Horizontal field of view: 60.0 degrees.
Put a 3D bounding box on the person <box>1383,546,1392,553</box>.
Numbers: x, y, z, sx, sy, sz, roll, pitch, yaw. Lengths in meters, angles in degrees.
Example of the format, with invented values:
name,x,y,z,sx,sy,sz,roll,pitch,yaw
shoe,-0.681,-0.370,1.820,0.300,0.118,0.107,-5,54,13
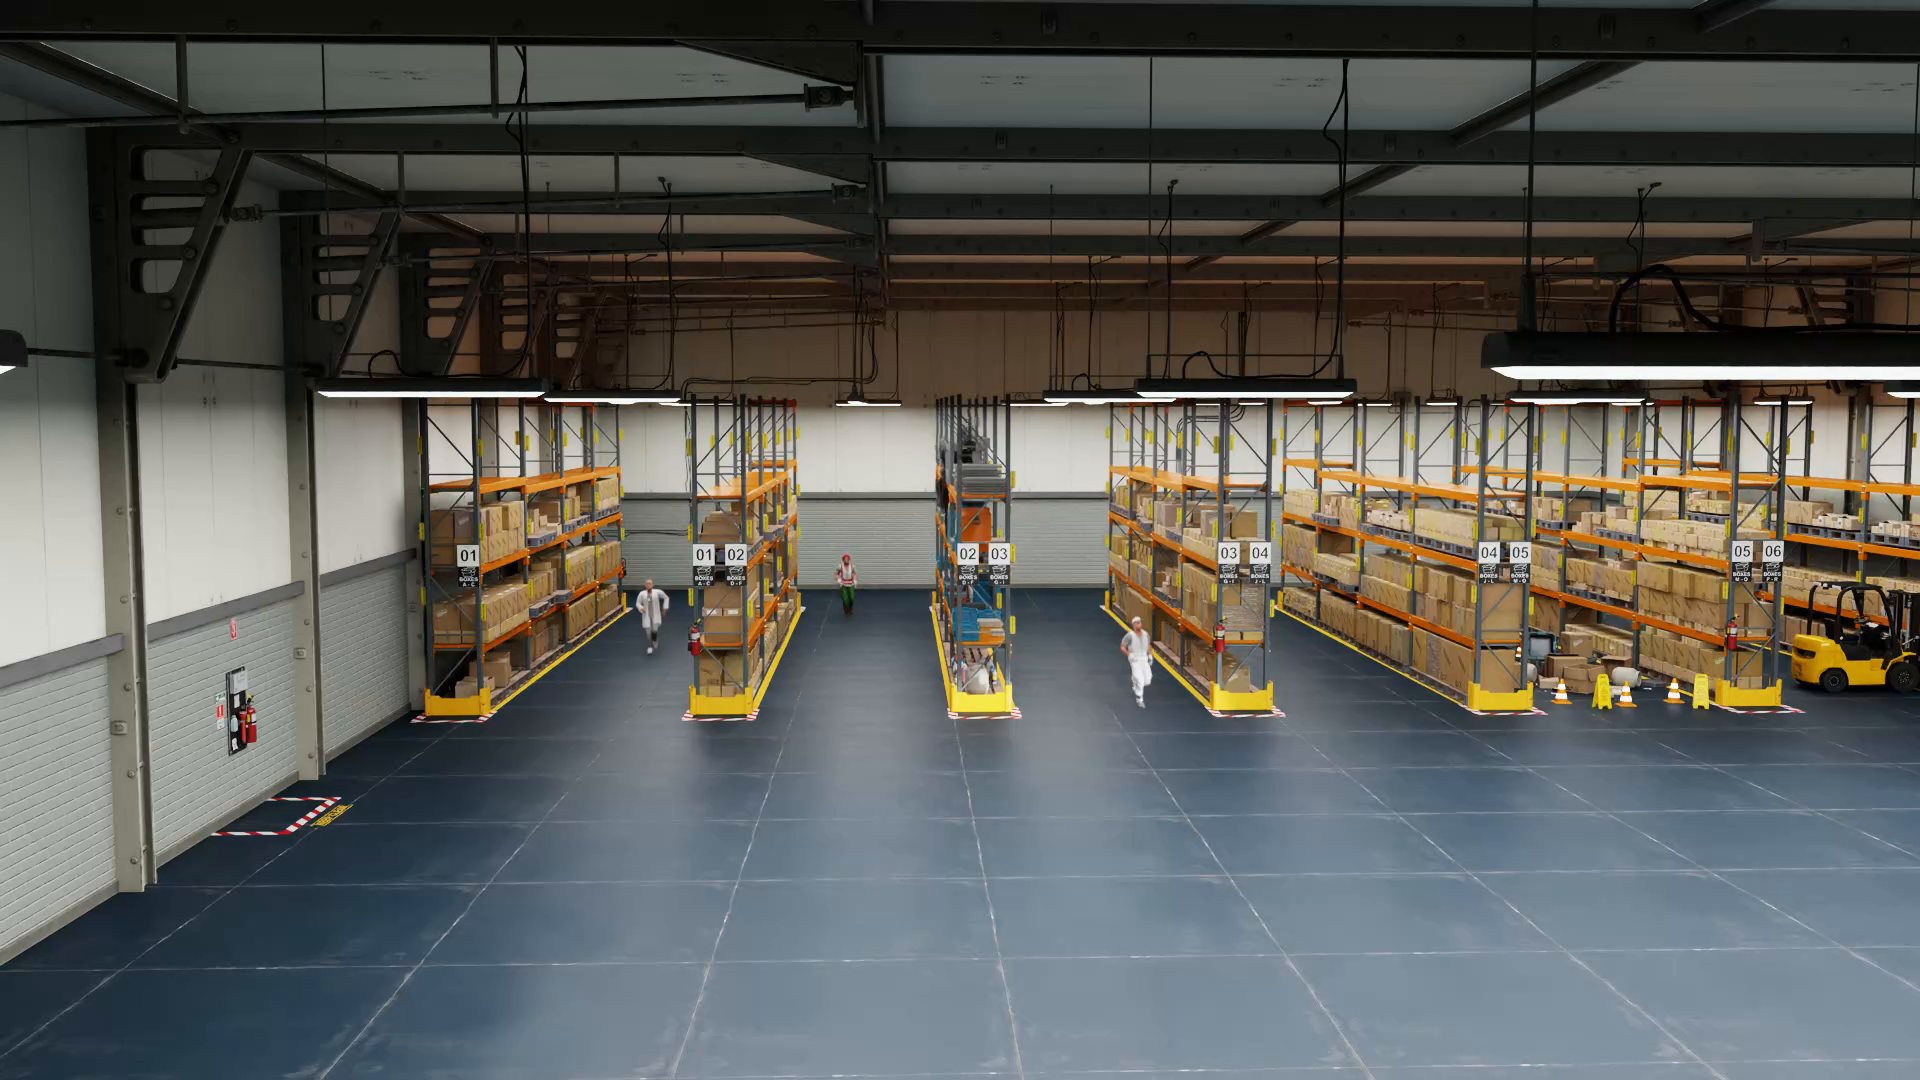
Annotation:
name,x,y,z,sx,sy,sz,roll,pitch,yaw
person,12.611,1.012,49.141,0.670,1.676,0.561,0,5,-4

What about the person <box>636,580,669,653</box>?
name,x,y,z,sx,sy,sz,roll,pitch,yaw
person,-7.212,1.796,38.913,0.741,1.738,0.766,0,4,-2

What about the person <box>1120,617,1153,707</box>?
name,x,y,z,sx,sy,sz,roll,pitch,yaw
person,3.417,2.339,32.172,0.676,1.725,0.675,-2,5,-26

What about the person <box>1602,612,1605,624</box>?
name,x,y,z,sx,sy,sz,roll,pitch,yaw
person,16.424,1.507,42.697,0.700,1.723,0.582,0,5,-3

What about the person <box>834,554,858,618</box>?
name,x,y,z,sx,sy,sz,roll,pitch,yaw
person,-3.116,1.263,45.567,0.664,1.747,0.590,-1,5,-10
